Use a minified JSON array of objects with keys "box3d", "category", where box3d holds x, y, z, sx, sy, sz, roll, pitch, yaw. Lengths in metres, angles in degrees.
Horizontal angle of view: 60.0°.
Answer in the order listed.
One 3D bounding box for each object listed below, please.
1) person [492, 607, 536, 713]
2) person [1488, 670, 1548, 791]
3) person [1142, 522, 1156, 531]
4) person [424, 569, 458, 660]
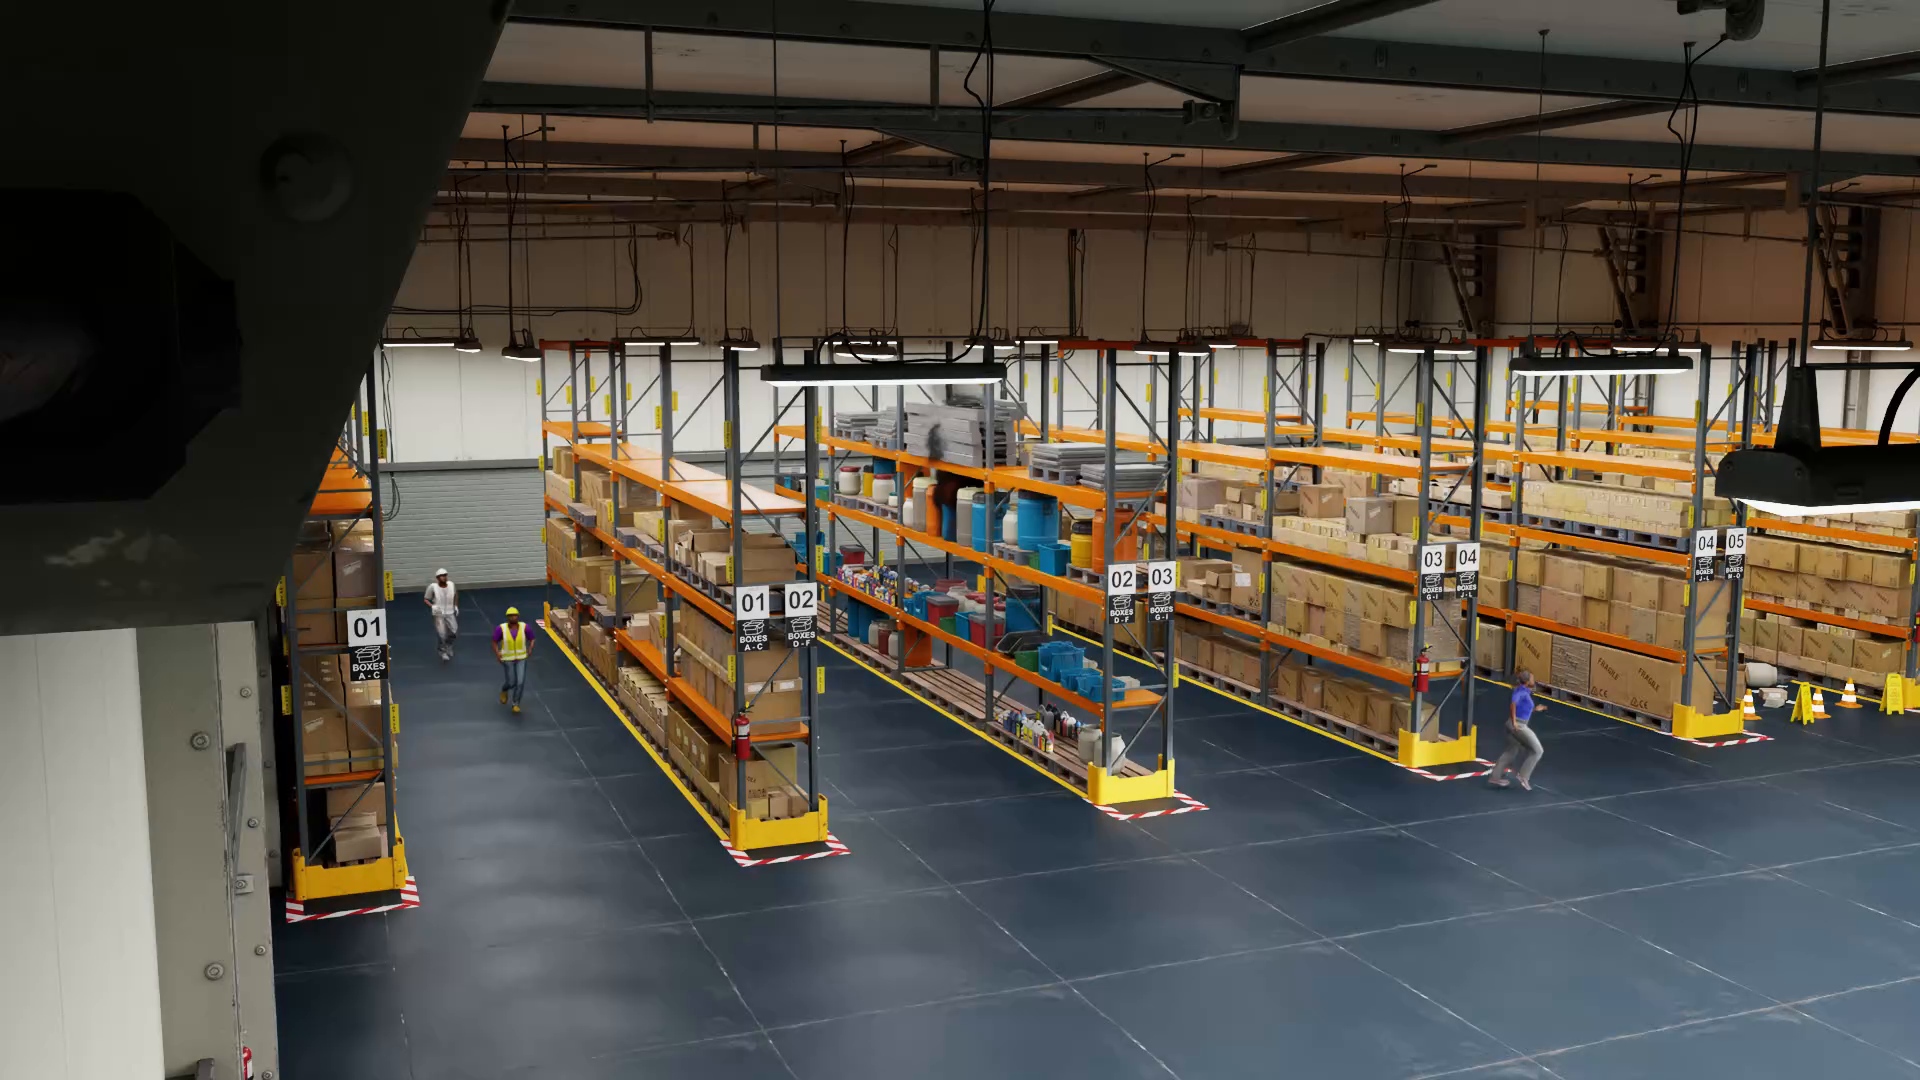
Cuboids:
[{"box3d":[-7.285,1.948,27.225,0.691,1.734,0.630,-3,8,-23],"category":"person"},{"box3d":[7.635,2.601,22.653,0.783,1.668,0.593,0,7,3],"category":"person"},{"box3d":[4.559,0.216,40.915,0.627,1.635,0.846,5,9,34],"category":"person"},{"box3d":[-9.712,1.404,31.275,0.686,1.745,0.572,-5,9,-34],"category":"person"}]
